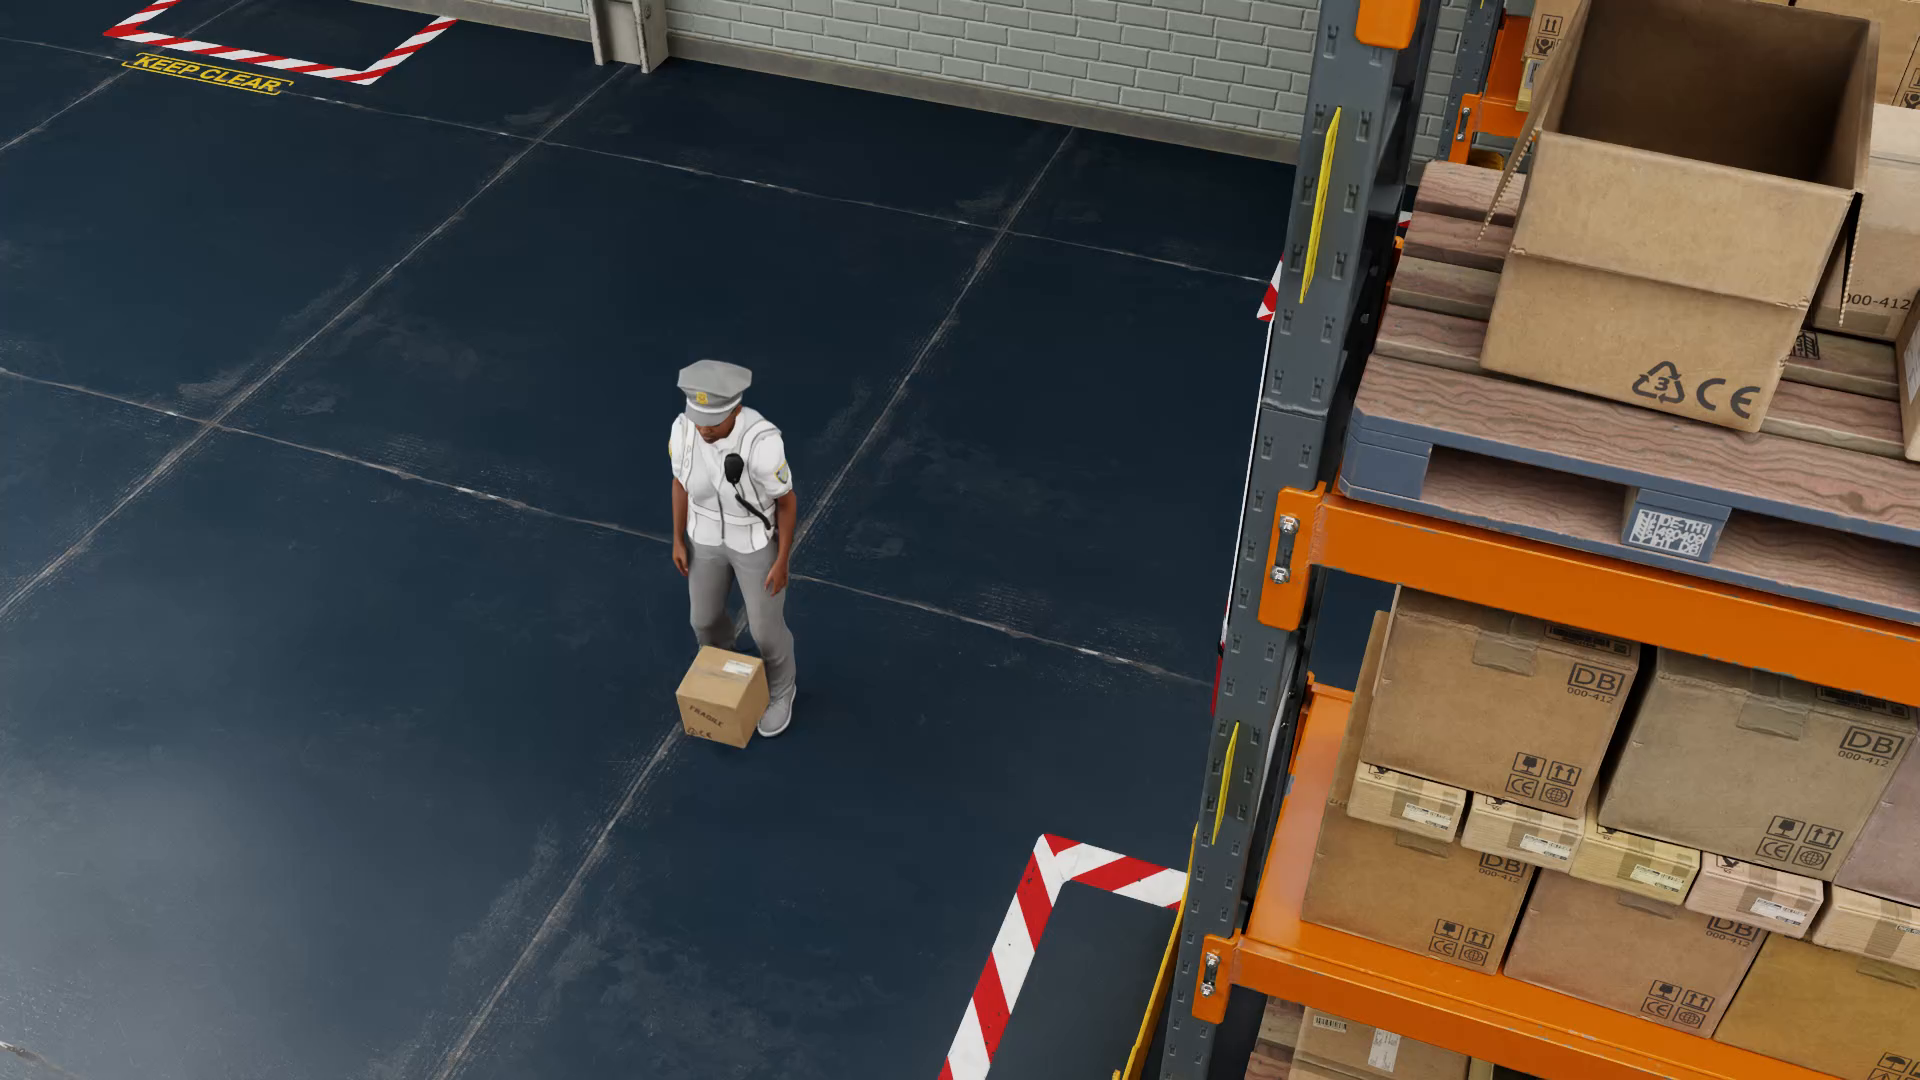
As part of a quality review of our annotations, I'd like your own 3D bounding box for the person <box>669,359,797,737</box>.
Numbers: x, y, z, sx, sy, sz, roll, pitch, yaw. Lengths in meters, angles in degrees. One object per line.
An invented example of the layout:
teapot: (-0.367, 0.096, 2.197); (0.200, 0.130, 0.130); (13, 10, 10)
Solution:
person: (-0.834, 0.018, 6.138); (0.500, 1.661, 0.378); (12, 43, 14)
